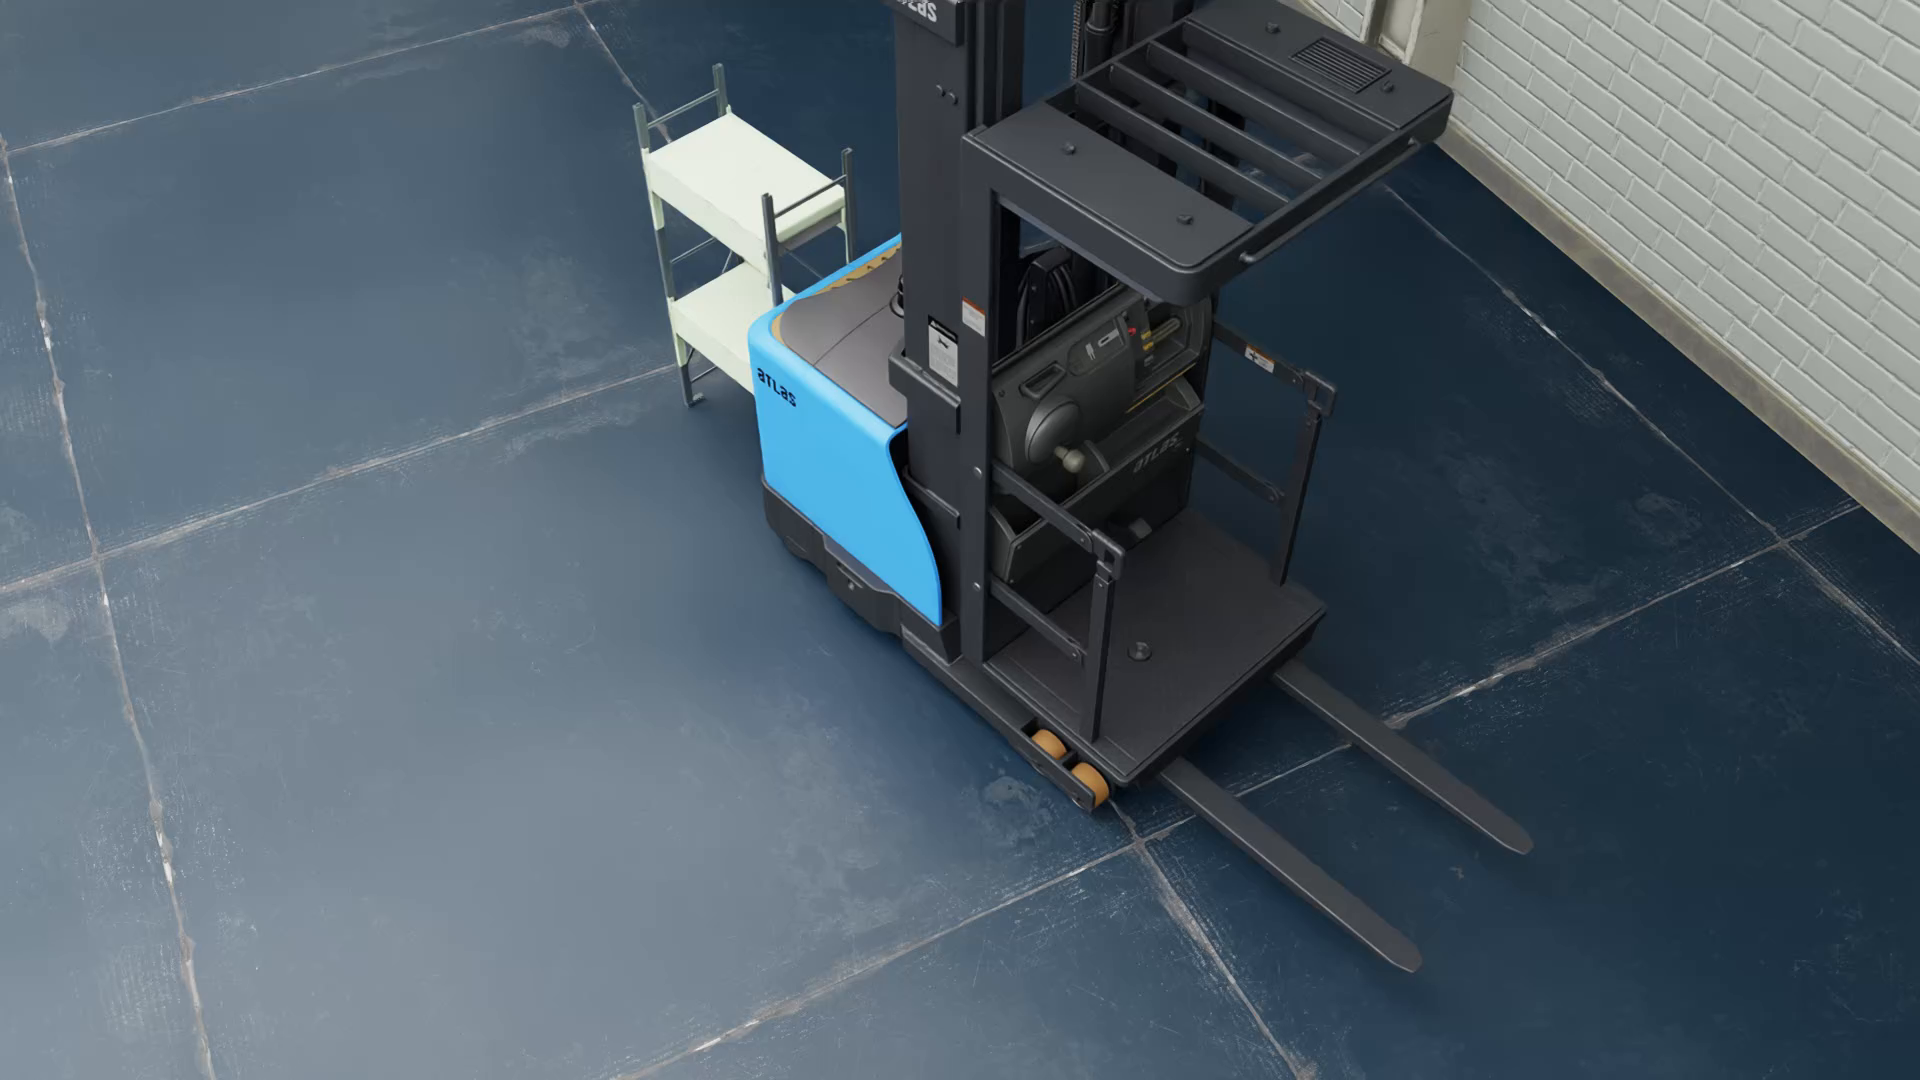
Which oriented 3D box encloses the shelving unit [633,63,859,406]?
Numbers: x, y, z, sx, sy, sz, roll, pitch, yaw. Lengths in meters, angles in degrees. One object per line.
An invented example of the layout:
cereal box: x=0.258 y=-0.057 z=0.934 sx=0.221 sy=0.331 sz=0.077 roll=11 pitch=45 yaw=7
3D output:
shelving unit: x=-0.782 y=-0.979 z=6.502 sx=0.431 sy=1.500 sz=0.755 roll=-36 pitch=58 yaw=-27

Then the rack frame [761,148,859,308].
rack frame: x=-0.529 y=-0.780 z=6.328 sx=0.400 sy=1.500 sz=0.023 roll=-36 pitch=58 yaw=-27

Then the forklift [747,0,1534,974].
forklift: x=0.607 y=-0.467 z=5.104 sx=1.130 sy=2.935 sz=3.031 roll=-36 pitch=58 yaw=-27

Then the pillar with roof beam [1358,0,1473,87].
pillar with roof beam: x=-1.635 y=-3.588 z=3.803 sx=9.100 sy=9.000 sz=0.400 roll=-21 pitch=52 yaw=-18

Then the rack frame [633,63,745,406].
rack frame: x=-1.035 y=-1.178 z=6.677 sx=0.400 sy=1.500 sz=0.023 roll=-36 pitch=58 yaw=-27

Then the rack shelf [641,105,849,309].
rack shelf: x=-0.782 y=-1.236 z=6.209 sx=0.431 sy=0.370 sz=0.720 roll=-36 pitch=58 yaw=-27

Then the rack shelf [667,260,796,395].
rack shelf: x=-0.782 y=-0.764 z=6.748 sx=0.431 sy=0.370 sz=0.720 roll=-36 pitch=58 yaw=-27
